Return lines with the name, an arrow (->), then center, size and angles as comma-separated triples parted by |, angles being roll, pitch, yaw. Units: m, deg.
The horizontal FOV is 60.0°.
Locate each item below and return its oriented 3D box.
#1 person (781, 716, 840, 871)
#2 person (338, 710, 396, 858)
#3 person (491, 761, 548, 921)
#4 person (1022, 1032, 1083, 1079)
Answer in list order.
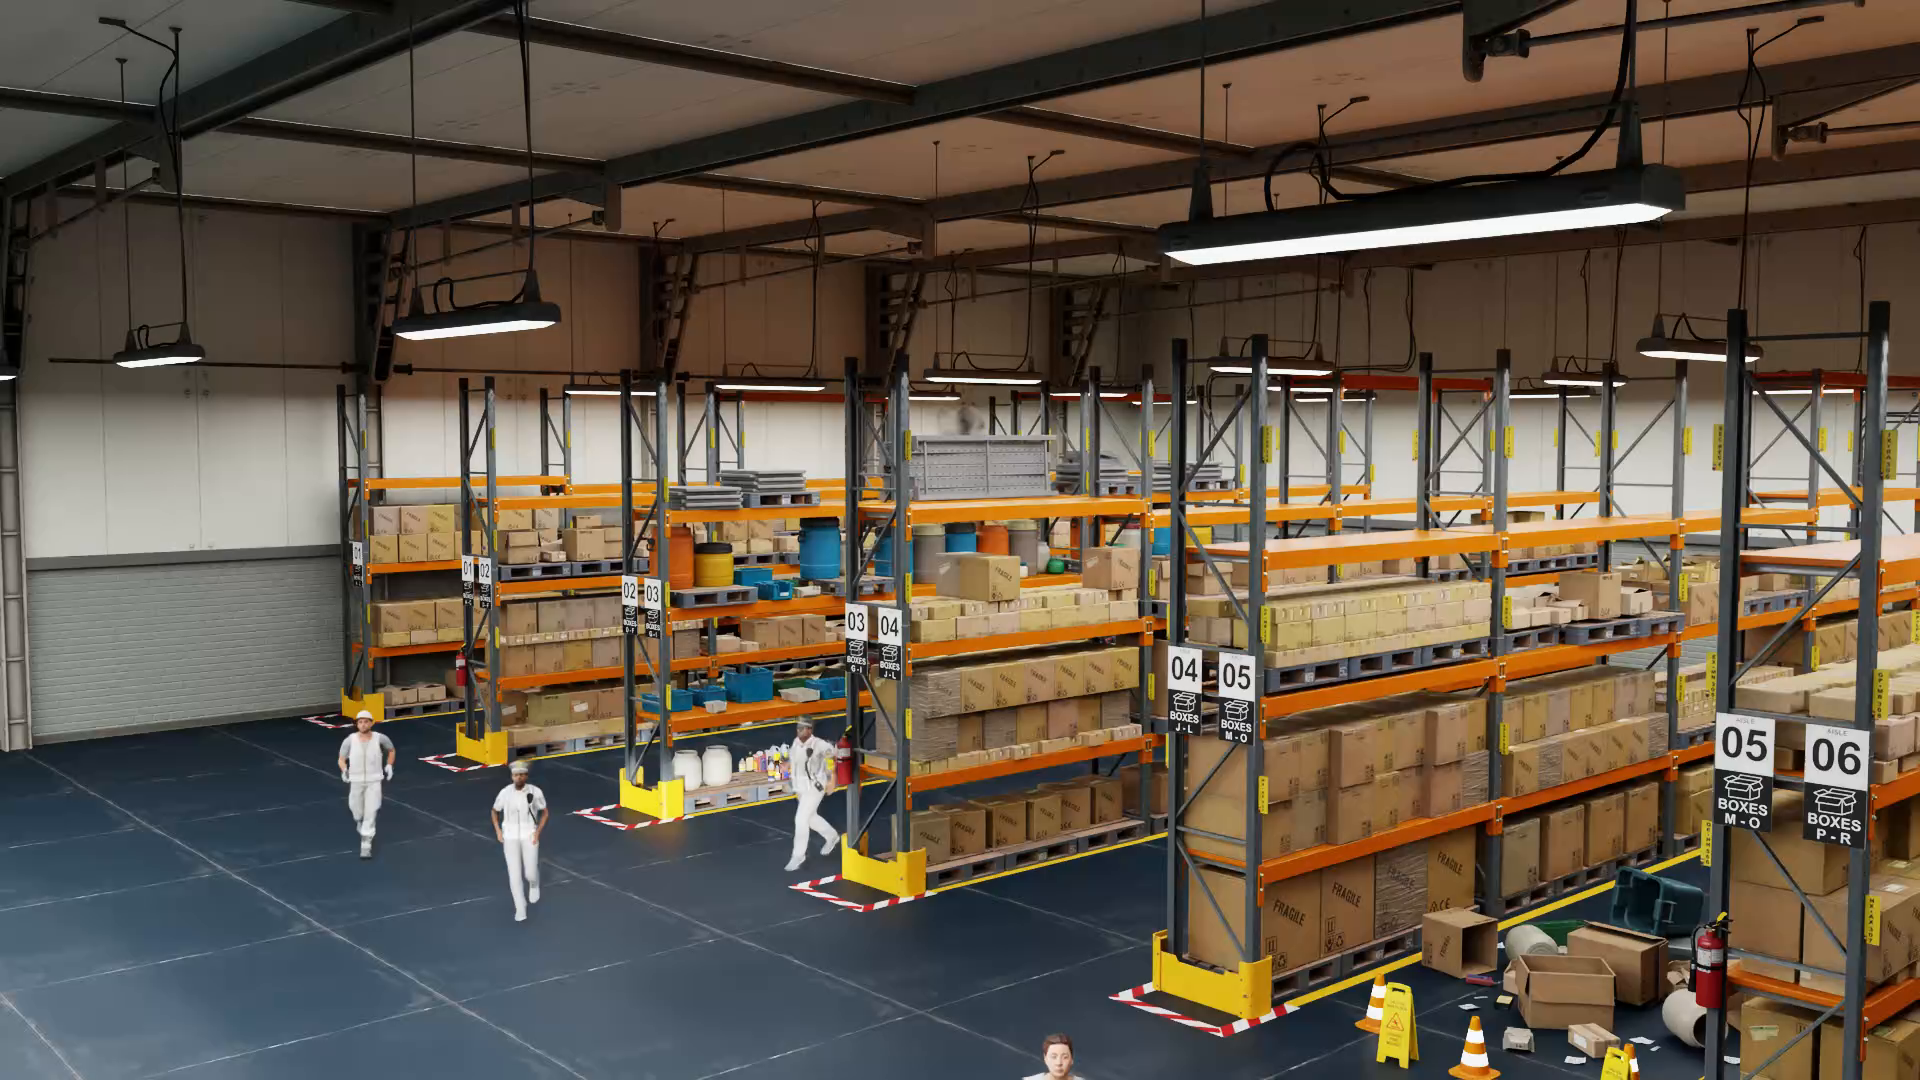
person -> -1.787, 2.987, 19.905 | 0.936, 1.814, 0.687 | -3, 5, -42
person -> -7.260, 2.962, 20.374 | 0.669, 1.755, 0.866 | -1, 4, -16
person -> -4.702, 3.166, 17.762 | 0.600, 1.670, 0.628 | -1, 4, -9
person -> 0.550, 3.688, 9.663 | 0.537, 1.640, 0.649 | 0, 4, -3
